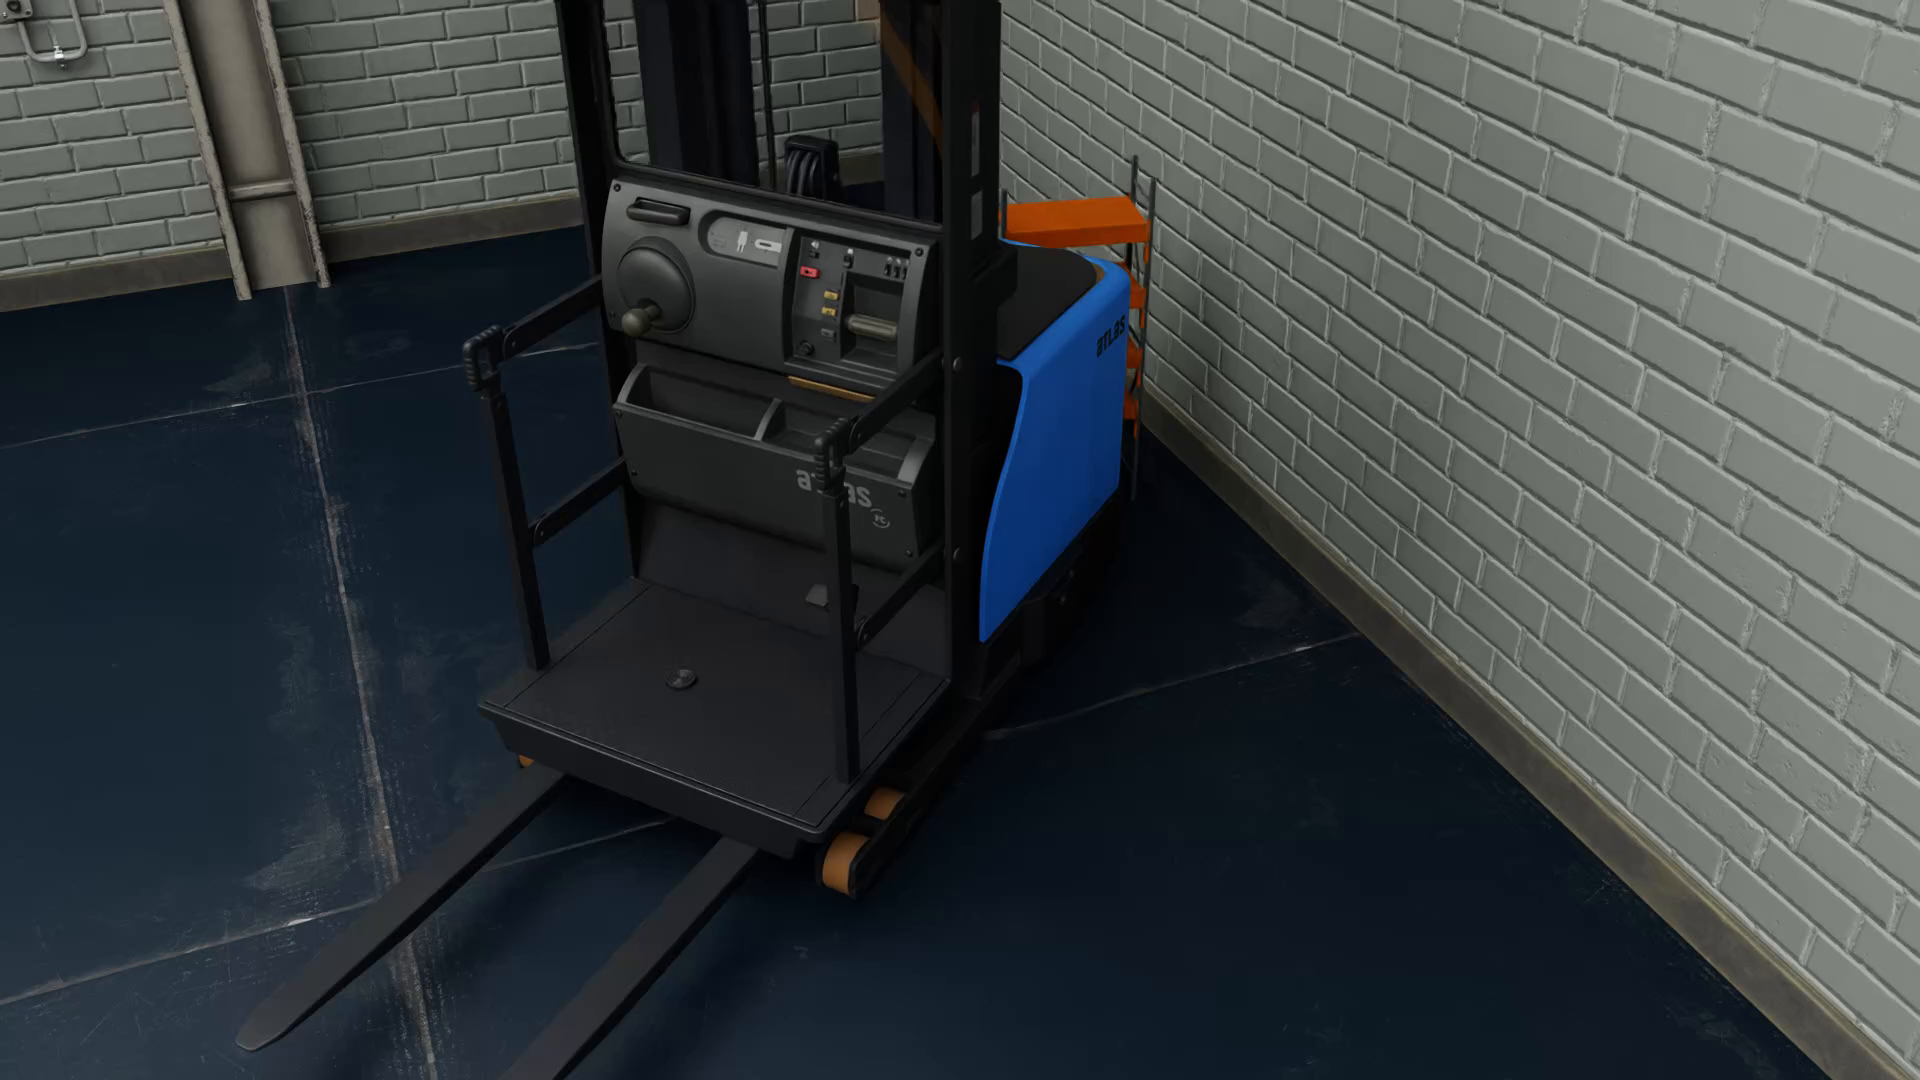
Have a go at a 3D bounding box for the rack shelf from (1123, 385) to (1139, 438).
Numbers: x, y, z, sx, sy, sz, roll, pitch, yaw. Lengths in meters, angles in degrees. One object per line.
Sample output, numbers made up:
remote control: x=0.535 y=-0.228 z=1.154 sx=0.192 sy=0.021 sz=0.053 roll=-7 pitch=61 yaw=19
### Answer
rack shelf: x=0.360 y=-0.463 z=5.849 sx=0.480 sy=0.148 sz=0.258 roll=-6 pitch=33 yaw=-9

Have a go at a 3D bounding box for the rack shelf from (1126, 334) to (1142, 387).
rack shelf: x=0.360 y=-0.629 z=5.741 sx=0.480 sy=0.148 sz=0.258 roll=-6 pitch=33 yaw=-9

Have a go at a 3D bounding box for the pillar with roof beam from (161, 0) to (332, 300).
pillar with roof beam: x=-1.413 y=-2.789 z=1.786 sx=0.400 sy=9.000 sz=9.100 roll=-13 pitch=35 yaw=-19

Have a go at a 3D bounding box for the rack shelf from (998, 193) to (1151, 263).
rack shelf: x=0.360 y=-1.015 z=5.490 sx=0.480 sy=0.148 sz=0.258 roll=-6 pitch=33 yaw=-9

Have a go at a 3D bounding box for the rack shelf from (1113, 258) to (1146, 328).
rack shelf: x=0.360 y=-0.817 z=5.619 sx=0.480 sy=0.148 sz=0.258 roll=-6 pitch=33 yaw=-9

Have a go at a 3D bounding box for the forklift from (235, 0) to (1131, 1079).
forklift: x=-0.594 y=-0.586 z=3.963 sx=1.130 sy=2.935 sz=3.031 roll=16 pitch=36 yaw=23

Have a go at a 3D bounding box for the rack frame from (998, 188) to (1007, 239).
rack frame: x=0.120 y=-0.662 z=5.667 sx=0.015 sy=1.200 sz=0.240 roll=-6 pitch=33 yaw=-9

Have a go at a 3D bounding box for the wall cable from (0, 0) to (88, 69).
wall cable: x=-4.419 y=-2.606 z=6.074 sx=1.851 sy=1.984 sz=0.084 roll=-13 pitch=35 yaw=-19

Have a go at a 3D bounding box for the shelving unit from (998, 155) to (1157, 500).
shelving unit: x=0.360 y=-0.686 z=5.704 sx=0.503 sy=1.200 sz=0.258 roll=-6 pitch=33 yaw=-9

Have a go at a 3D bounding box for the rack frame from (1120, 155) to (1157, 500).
rack frame: x=0.600 y=-0.710 z=5.741 sx=0.015 sy=1.200 sz=0.240 roll=-6 pitch=33 yaw=-9
